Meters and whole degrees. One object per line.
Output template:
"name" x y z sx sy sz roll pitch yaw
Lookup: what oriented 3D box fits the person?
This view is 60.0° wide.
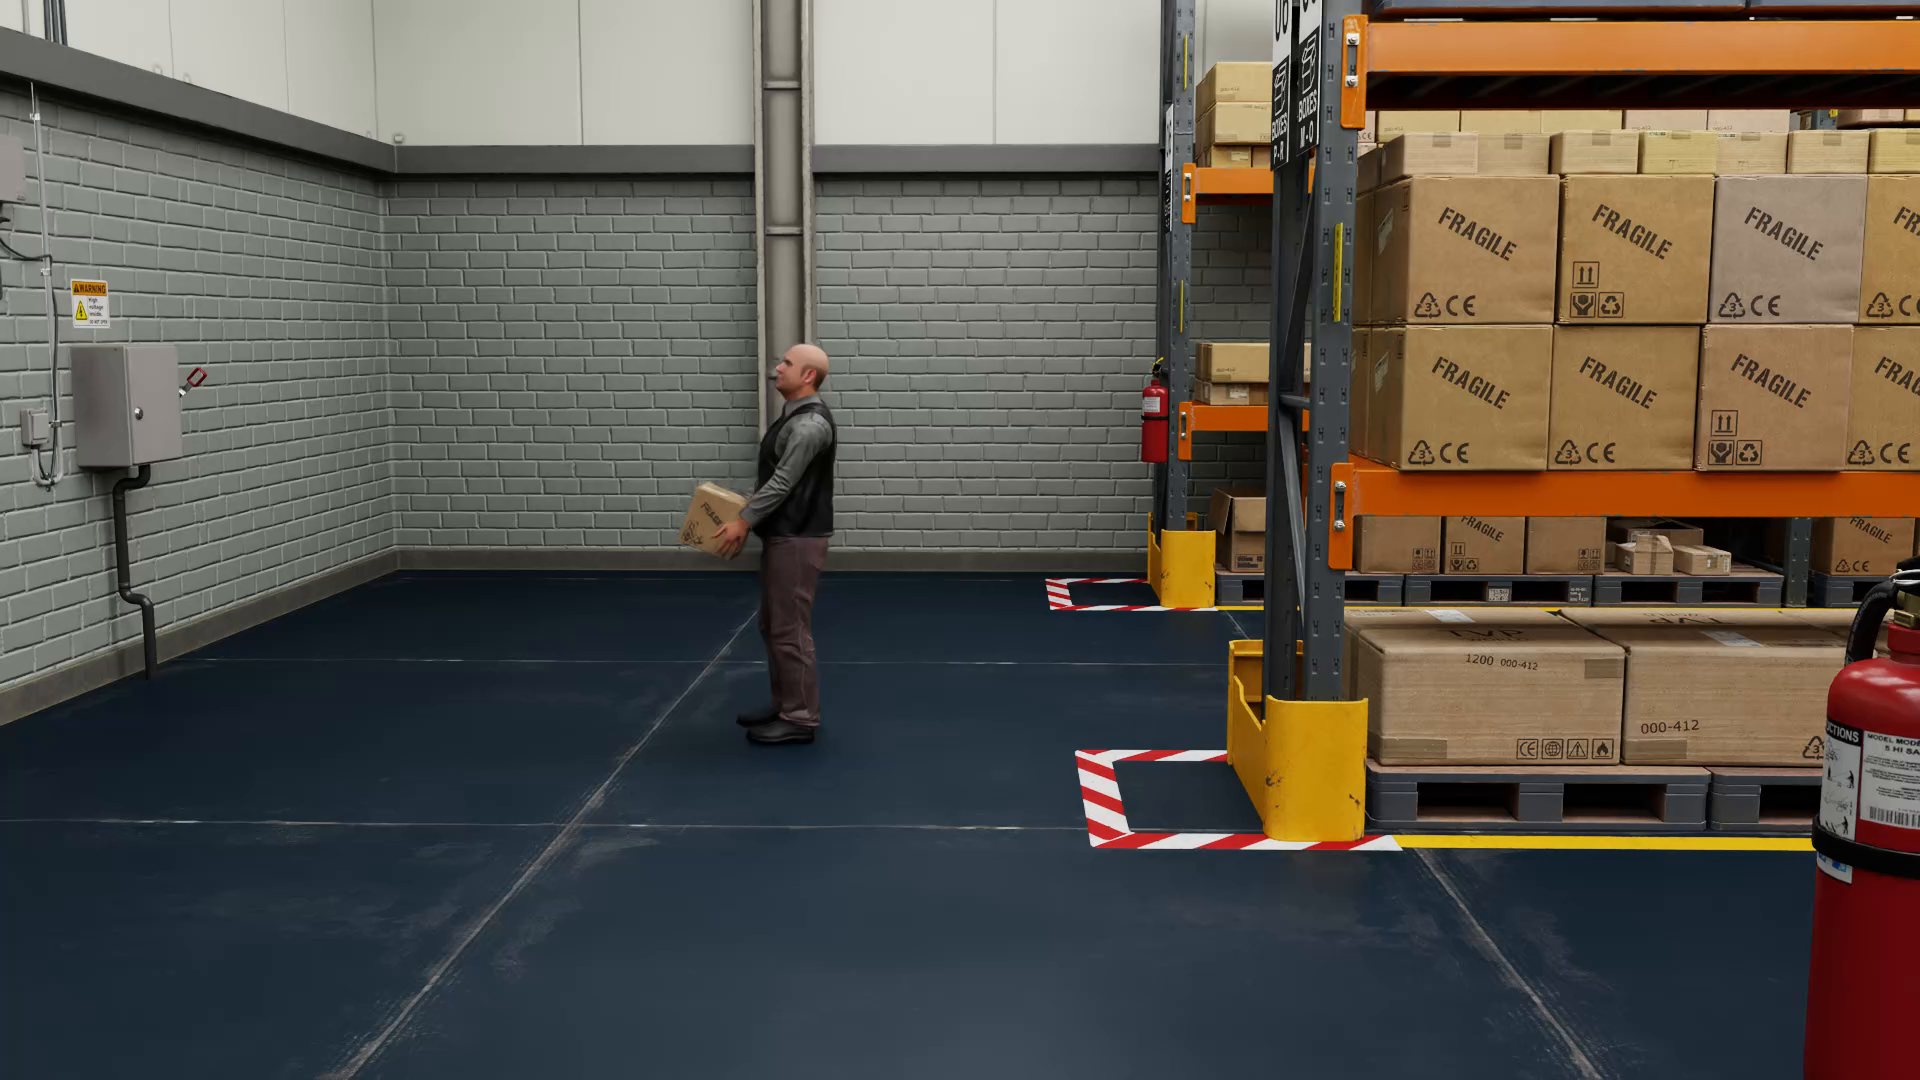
"person" -0.812 0.014 7.240 0.527 1.724 0.532 -1 7 -9
